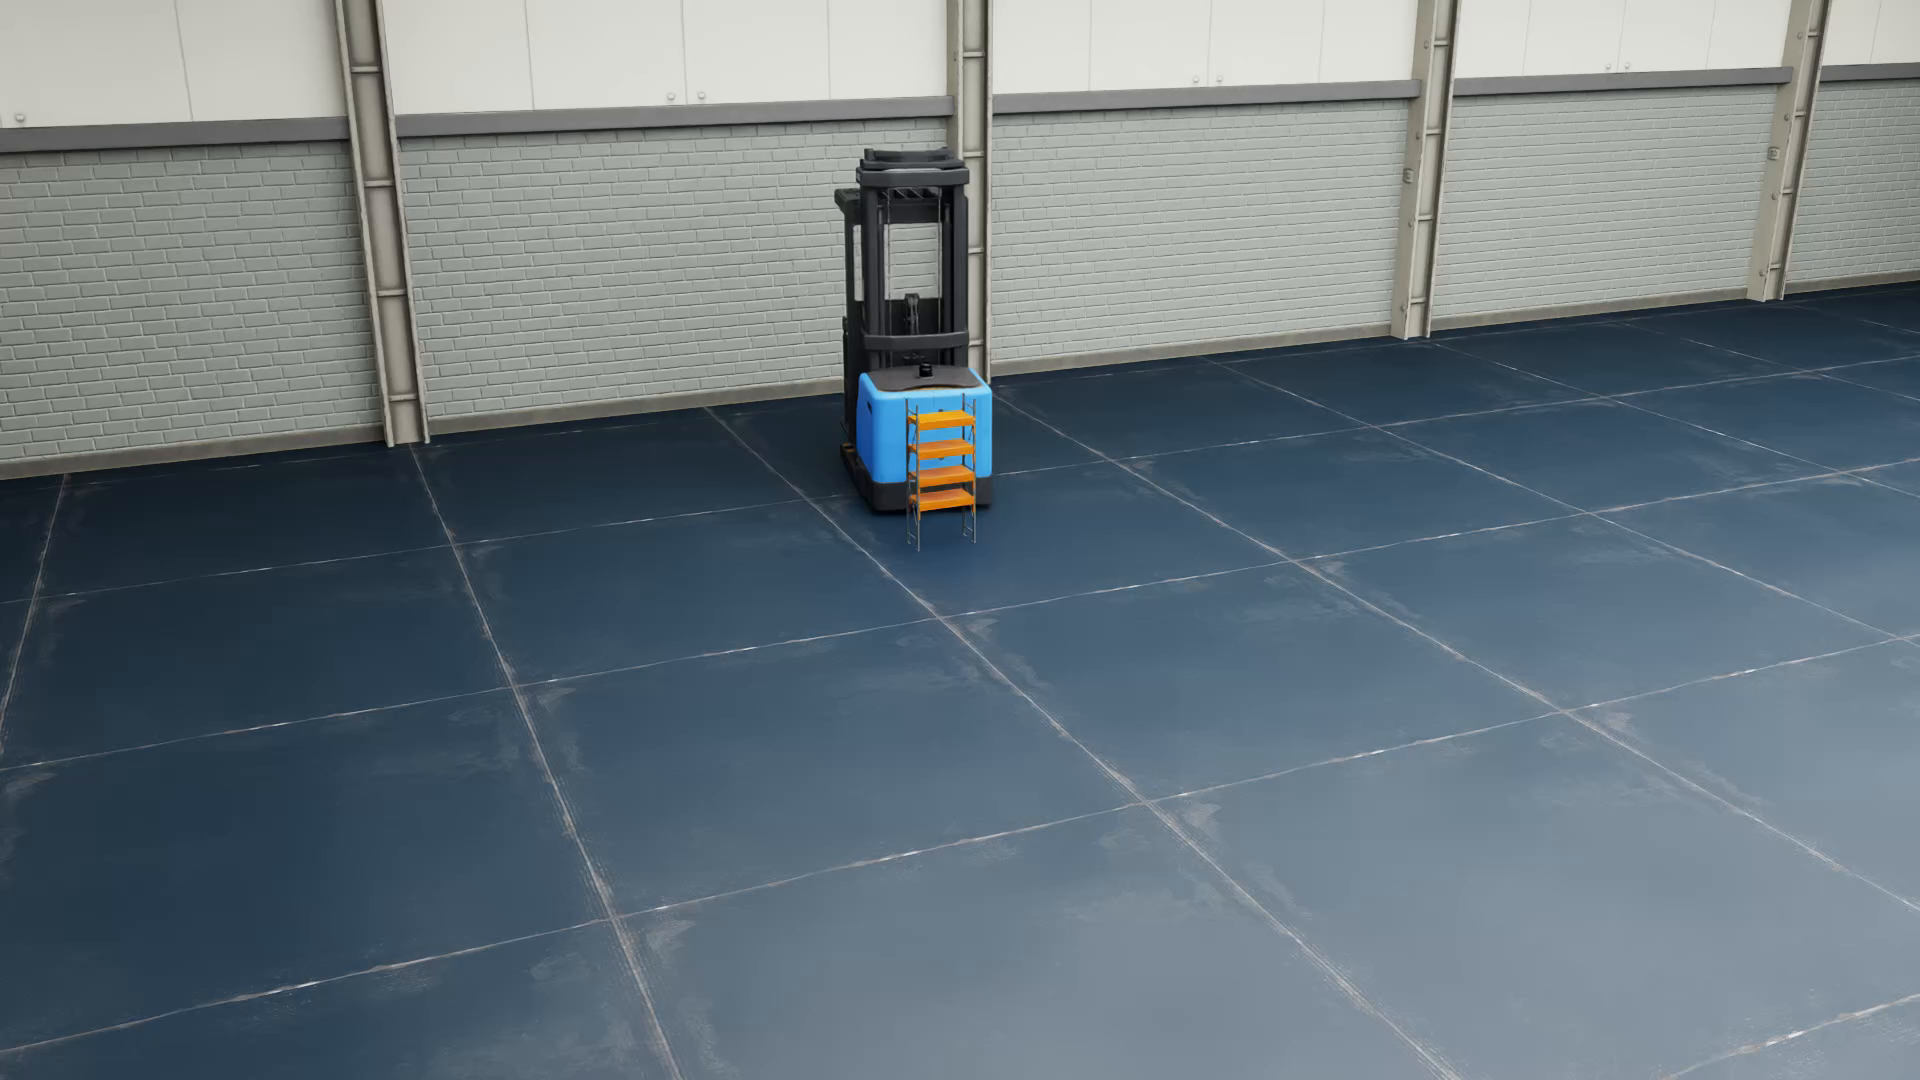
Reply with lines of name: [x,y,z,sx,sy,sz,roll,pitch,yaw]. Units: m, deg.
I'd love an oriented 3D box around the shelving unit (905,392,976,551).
shelving unit: [-0.152,-0.544,13.261,0.503,1.200,0.258,-8,21,-22]

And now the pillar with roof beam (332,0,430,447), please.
pillar with roof beam: [-3.703,-3.903,11.056,0.400,9.000,9.100,-8,21,-22]

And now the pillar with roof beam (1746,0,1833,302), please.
pillar with roof beam: [12.825,-6.270,17.781,0.400,9.000,9.100,-8,21,-22]

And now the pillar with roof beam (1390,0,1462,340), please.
pillar with roof beam: [7.315,-5.481,15.539,0.400,9.000,9.100,-8,21,-22]

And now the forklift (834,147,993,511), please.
forklift: [-0.516,-2.083,15.026,1.130,2.935,3.031,-4,20,-11]

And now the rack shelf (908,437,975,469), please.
rack shelf: [-0.152,-0.692,13.209,0.480,0.148,0.258,-8,21,-22]

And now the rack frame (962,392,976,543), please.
rack frame: [0.072,-0.576,13.352,0.015,1.200,0.240,-8,21,-22]

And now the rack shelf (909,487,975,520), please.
rack shelf: [-0.152,-0.293,13.349,0.480,0.148,0.258,-8,21,-22]

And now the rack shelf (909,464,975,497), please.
rack shelf: [-0.152,-0.481,13.283,0.480,0.148,0.258,-8,21,-22]

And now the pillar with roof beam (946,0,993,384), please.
pillar with roof beam: [1.806,-4.692,13.298,0.400,9.000,9.100,-8,21,-22]

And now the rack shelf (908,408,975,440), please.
rack shelf: [-0.152,-0.915,13.130,0.480,0.148,0.258,-8,21,-22]

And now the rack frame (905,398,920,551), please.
rack frame: [-0.376,-0.512,13.170,0.015,1.200,0.240,-8,21,-22]
